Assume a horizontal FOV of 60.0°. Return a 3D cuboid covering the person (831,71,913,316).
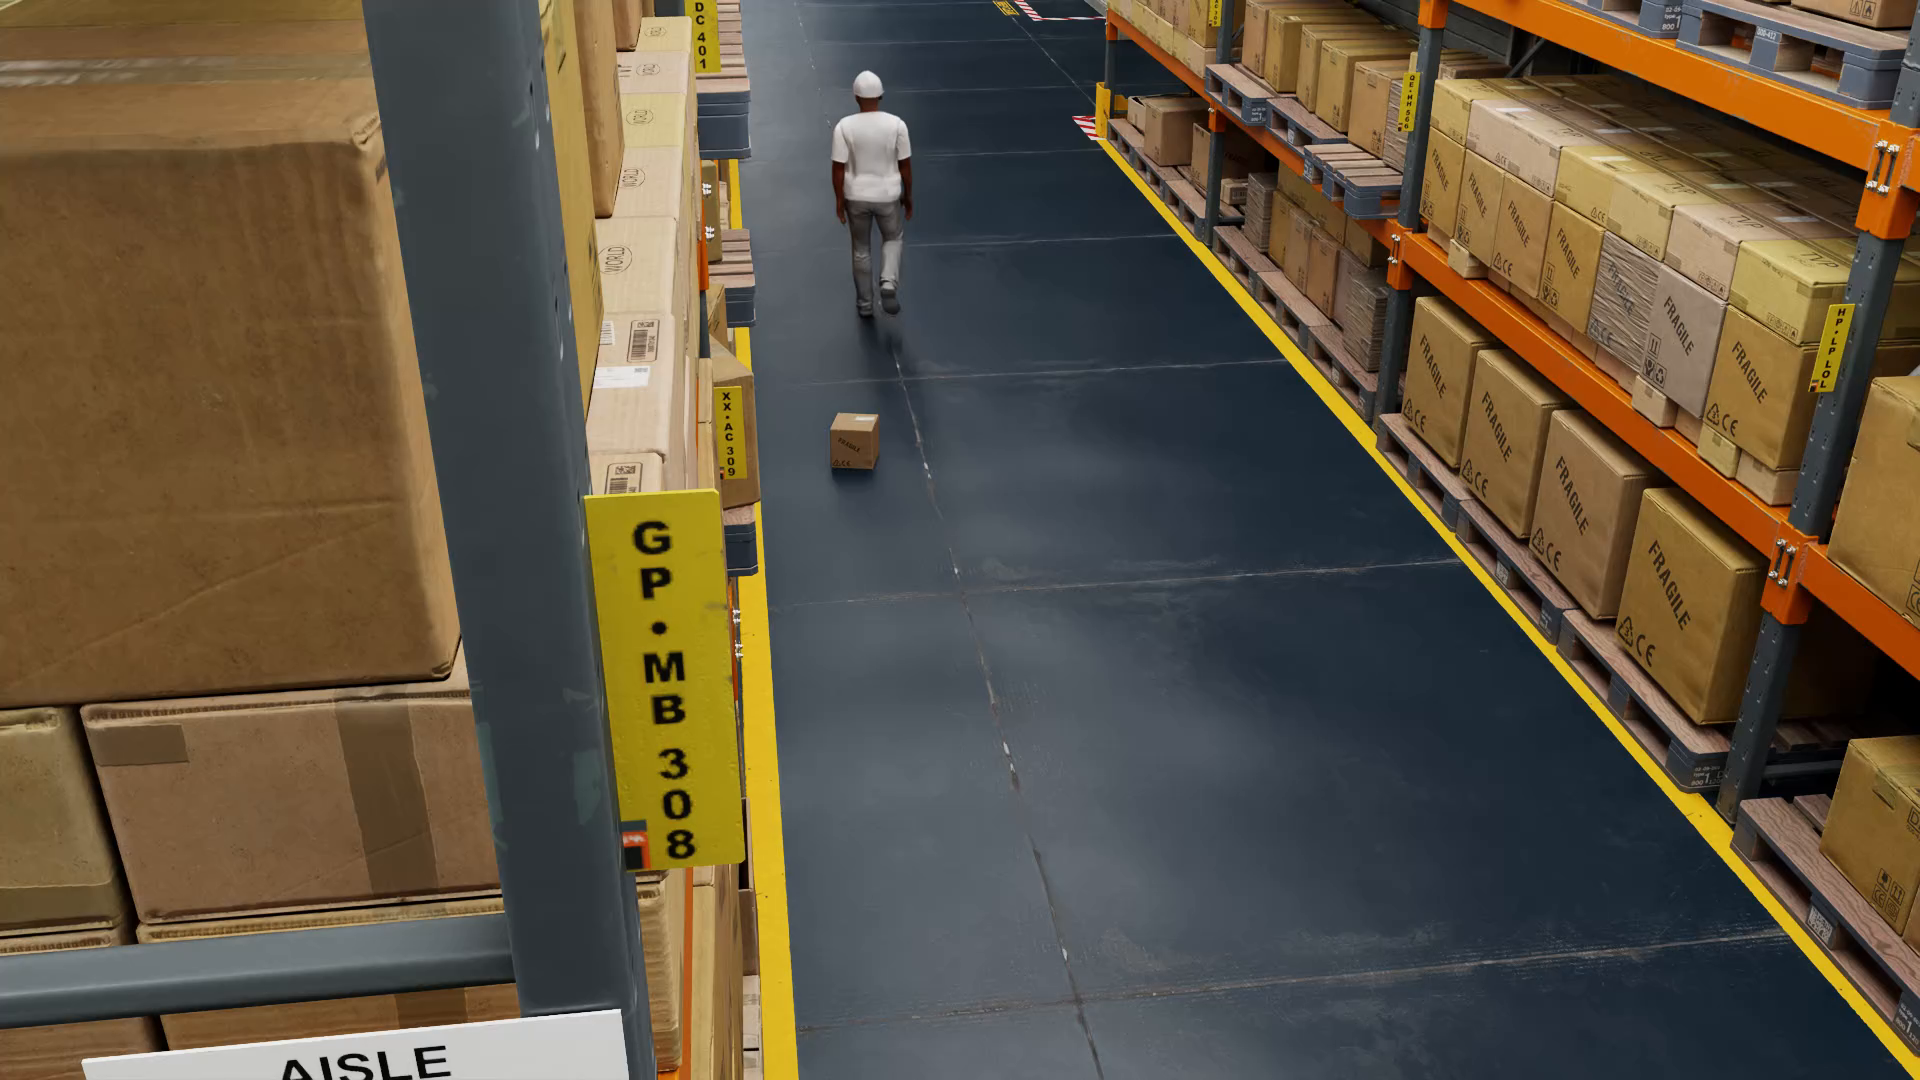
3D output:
[{"bbox_3d":[-0.617,-2.436,11.828,0.577,1.759,0.595,-2,27,-5],"label":"person"}]
